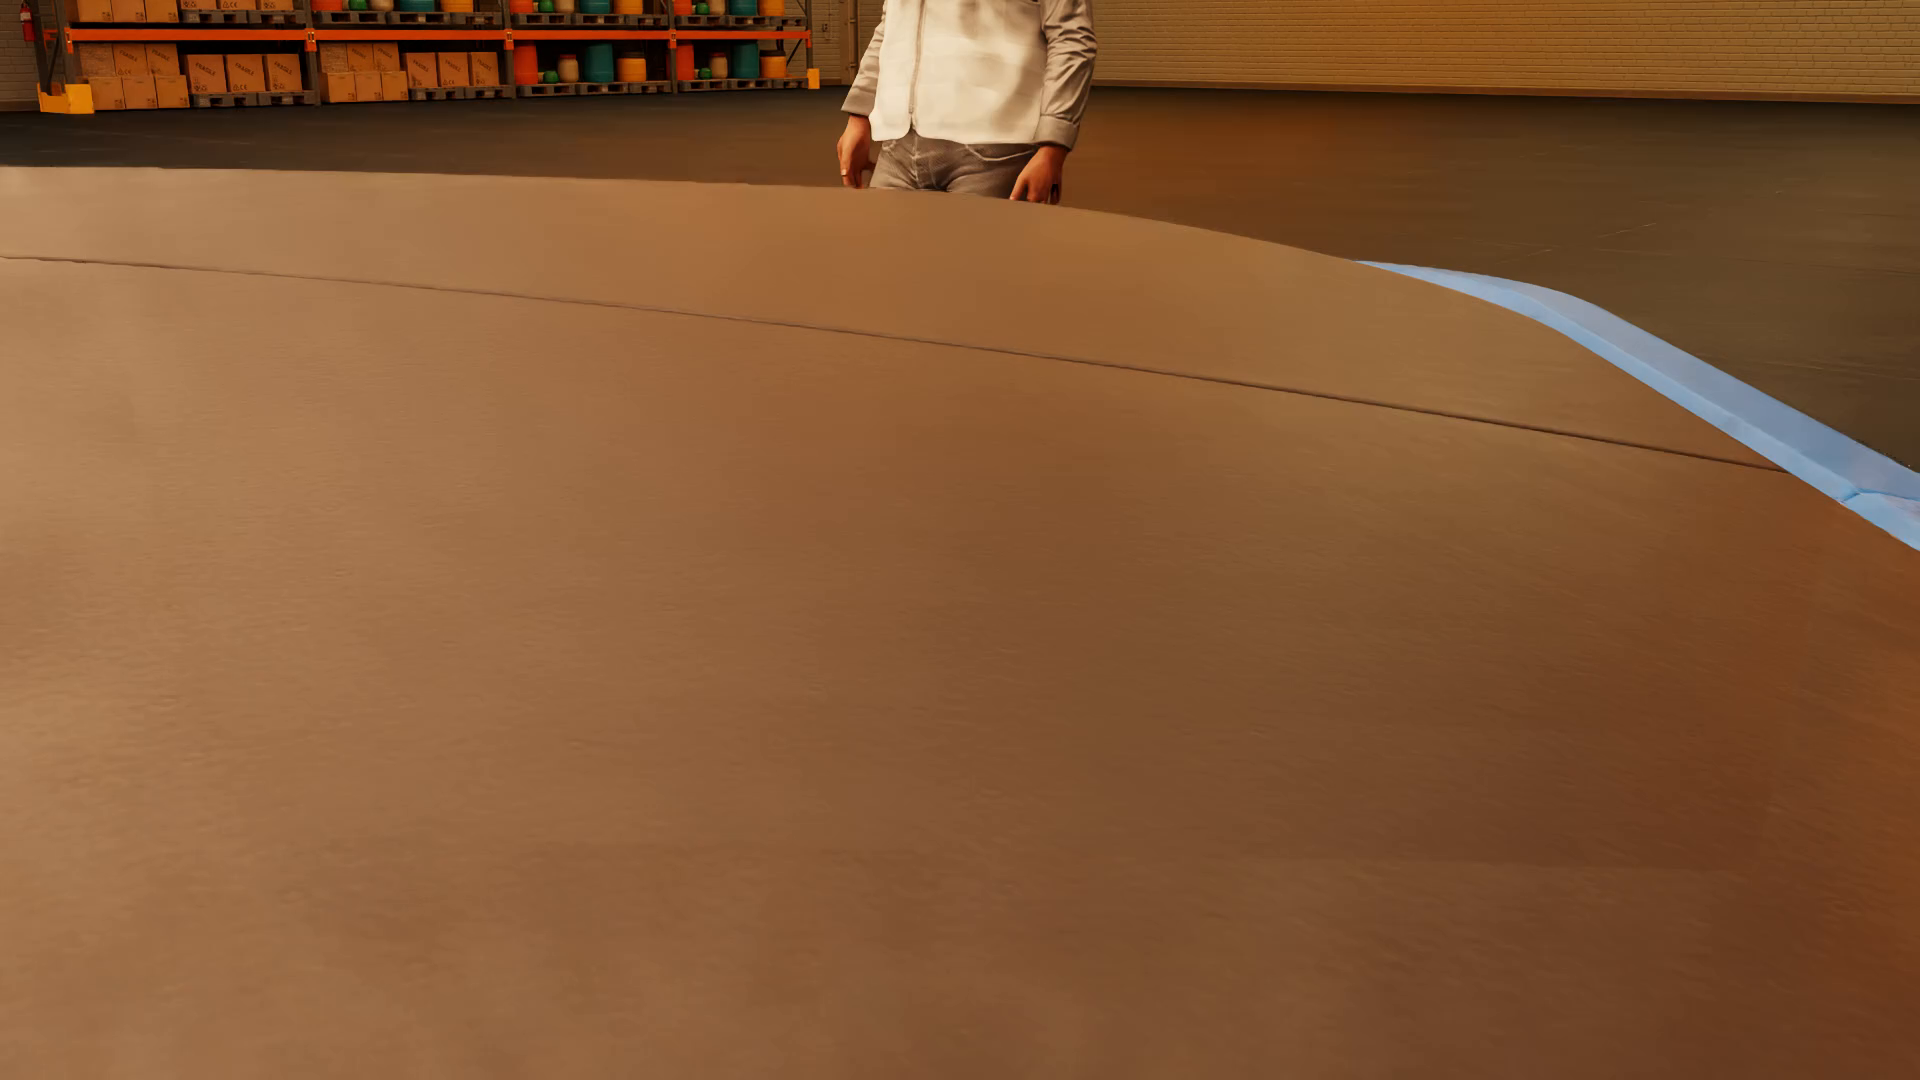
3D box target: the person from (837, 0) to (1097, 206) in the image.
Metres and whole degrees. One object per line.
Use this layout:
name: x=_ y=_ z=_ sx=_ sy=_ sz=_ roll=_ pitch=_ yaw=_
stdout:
person: x=-0.046 y=-0.843 z=3.640 sx=0.634 sy=1.775 sz=0.566 roll=13 pitch=21 yaw=37
